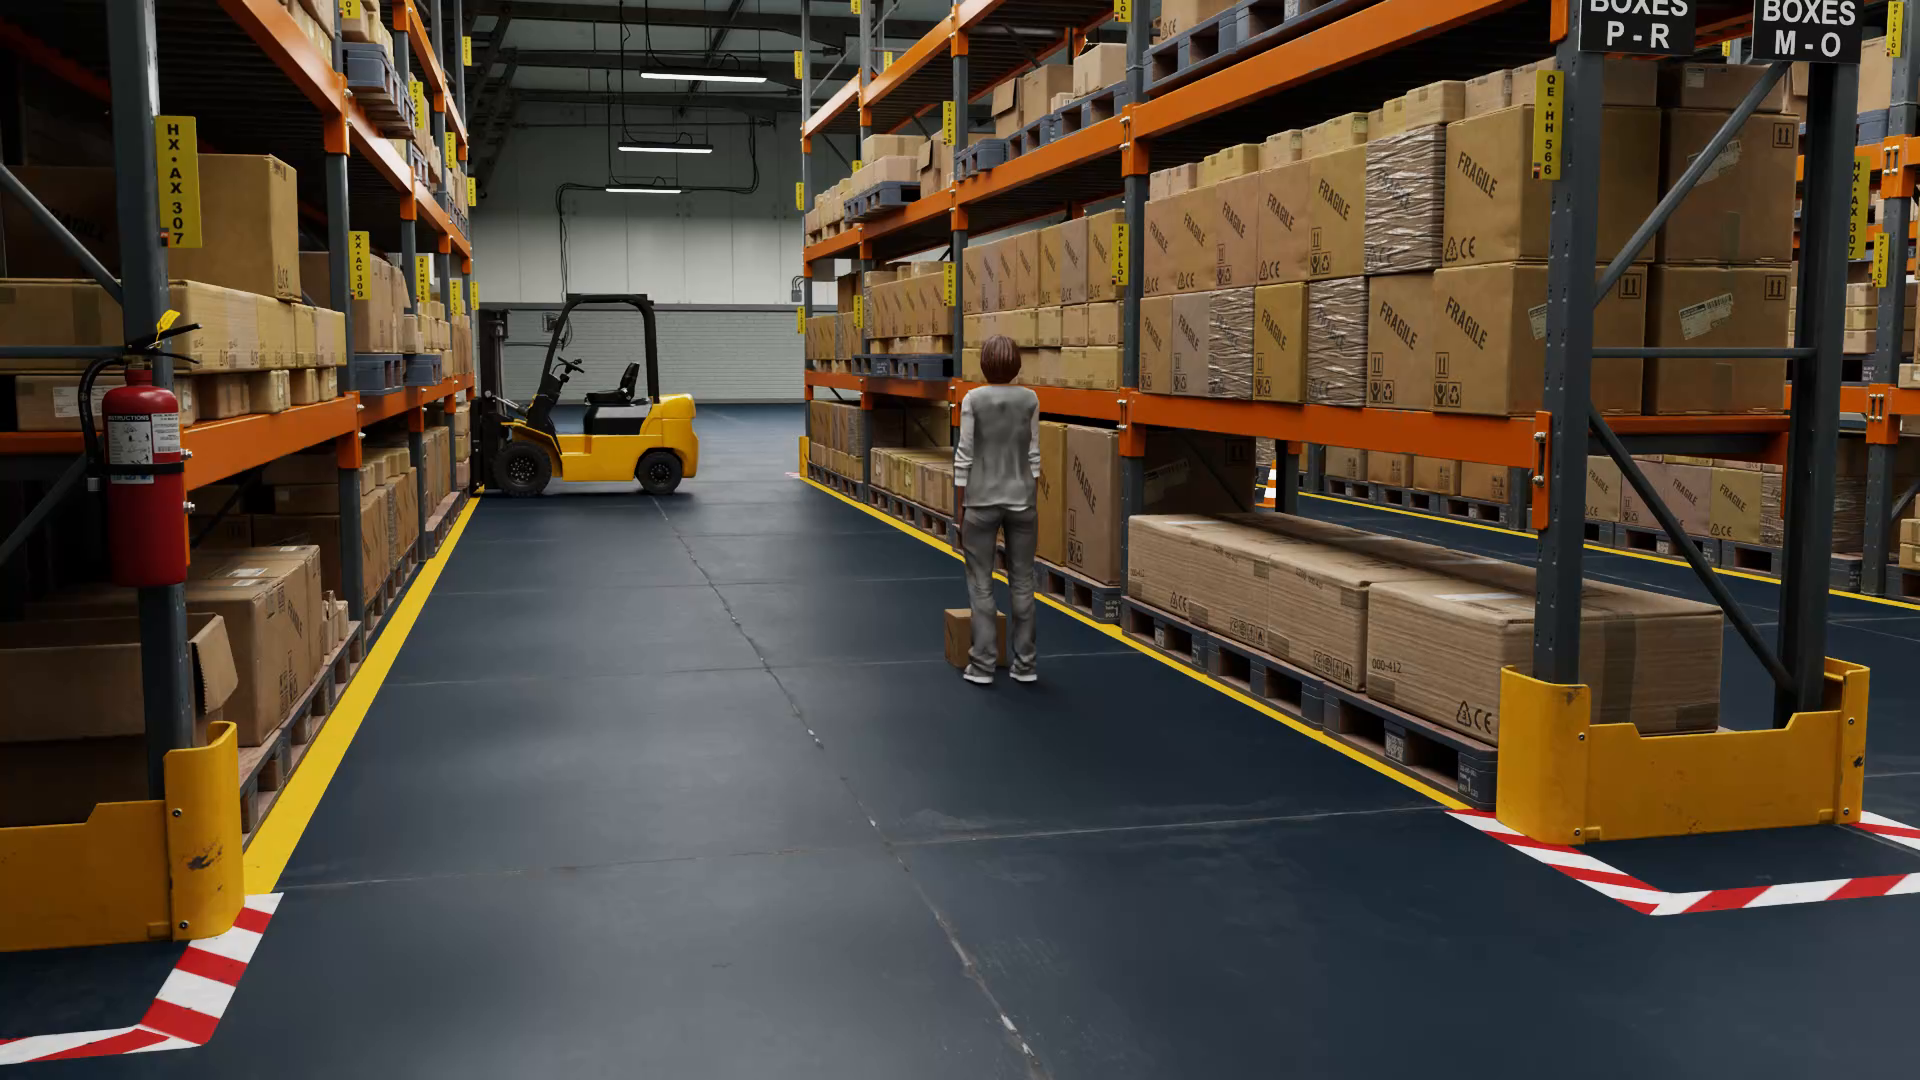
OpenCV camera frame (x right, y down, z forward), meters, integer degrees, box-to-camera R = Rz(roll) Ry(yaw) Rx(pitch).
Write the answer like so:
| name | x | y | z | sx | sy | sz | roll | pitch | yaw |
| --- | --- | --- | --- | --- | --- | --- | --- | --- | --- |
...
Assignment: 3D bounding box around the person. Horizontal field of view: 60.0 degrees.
| name | x | y | z | sx | sy | sz | roll | pitch | yaw |
| --- | --- | --- | --- | --- | --- | --- | --- | --- | --- |
| person | 0.171 | -0.137 | 7.617 | 0.405 | 1.598 | 0.304 | -1 | 6 | -11 |
